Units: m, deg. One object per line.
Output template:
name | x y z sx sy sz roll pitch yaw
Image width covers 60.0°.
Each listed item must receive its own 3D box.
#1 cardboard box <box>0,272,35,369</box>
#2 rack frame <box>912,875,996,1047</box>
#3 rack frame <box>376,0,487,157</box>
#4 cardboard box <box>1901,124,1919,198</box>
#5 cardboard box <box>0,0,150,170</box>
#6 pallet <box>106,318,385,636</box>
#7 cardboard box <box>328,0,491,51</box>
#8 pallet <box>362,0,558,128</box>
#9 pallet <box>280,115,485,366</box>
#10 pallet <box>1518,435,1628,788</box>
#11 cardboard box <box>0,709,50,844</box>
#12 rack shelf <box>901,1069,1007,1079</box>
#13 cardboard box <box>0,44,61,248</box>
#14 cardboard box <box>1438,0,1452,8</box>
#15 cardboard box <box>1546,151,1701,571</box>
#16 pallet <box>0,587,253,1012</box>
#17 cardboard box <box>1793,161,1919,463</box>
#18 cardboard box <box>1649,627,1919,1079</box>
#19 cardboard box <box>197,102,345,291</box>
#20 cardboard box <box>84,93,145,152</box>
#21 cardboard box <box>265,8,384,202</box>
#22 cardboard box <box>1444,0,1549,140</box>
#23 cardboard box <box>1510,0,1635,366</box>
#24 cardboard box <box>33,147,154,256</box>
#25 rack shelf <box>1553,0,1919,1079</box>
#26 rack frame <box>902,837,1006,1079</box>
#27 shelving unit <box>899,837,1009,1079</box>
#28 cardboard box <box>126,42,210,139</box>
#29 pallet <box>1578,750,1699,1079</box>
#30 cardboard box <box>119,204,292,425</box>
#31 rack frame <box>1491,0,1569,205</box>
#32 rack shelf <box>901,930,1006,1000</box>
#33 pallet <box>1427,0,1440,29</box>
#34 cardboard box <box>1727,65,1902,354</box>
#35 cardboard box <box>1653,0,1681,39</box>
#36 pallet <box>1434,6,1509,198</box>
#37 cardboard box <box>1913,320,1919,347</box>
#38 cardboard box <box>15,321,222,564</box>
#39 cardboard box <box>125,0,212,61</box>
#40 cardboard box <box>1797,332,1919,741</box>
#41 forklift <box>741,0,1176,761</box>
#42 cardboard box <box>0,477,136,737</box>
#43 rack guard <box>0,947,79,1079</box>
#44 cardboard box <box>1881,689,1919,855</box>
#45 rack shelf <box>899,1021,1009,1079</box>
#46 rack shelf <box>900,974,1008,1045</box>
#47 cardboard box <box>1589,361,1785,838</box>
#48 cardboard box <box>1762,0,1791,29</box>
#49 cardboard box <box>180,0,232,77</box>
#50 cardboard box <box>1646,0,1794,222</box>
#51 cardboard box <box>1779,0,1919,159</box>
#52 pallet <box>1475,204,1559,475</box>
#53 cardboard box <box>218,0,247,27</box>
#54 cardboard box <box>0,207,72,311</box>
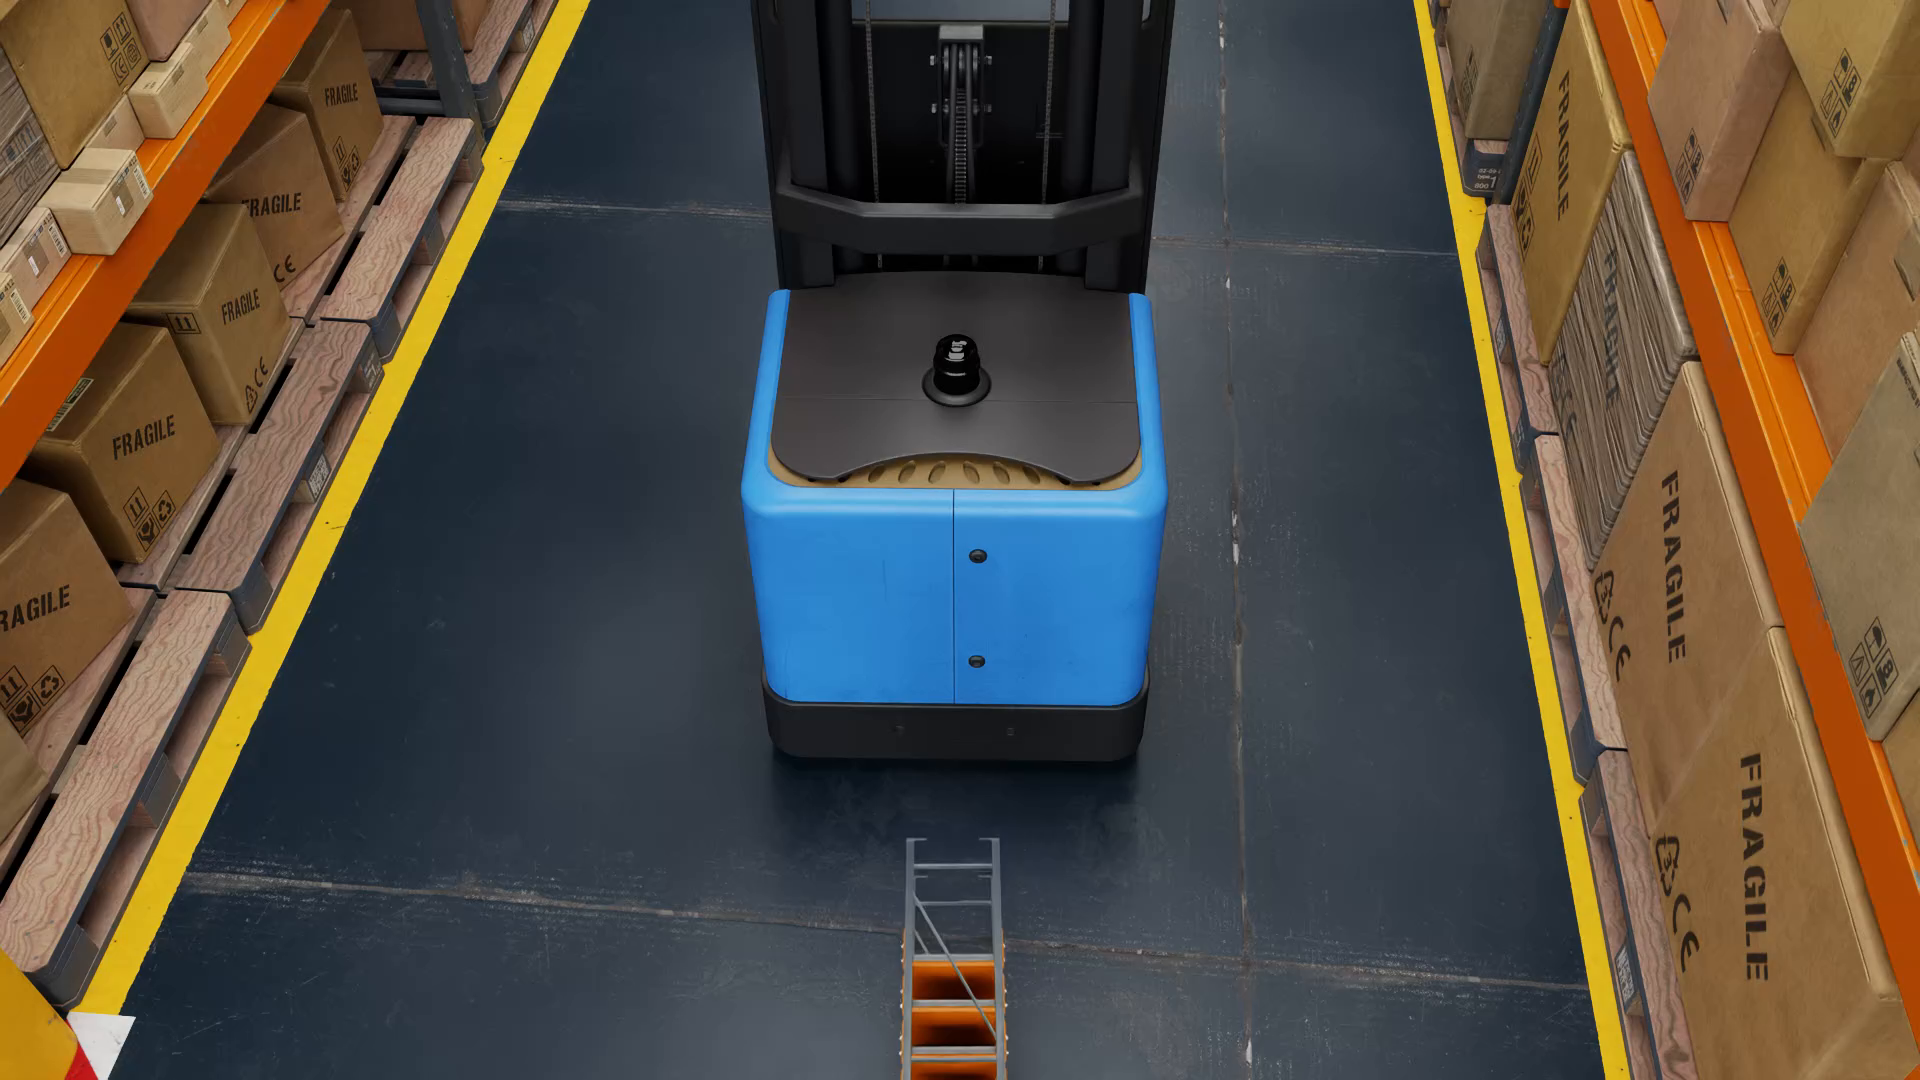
cardboard box | -2.400 -0.494 3.840 0.380 0.149 0.250 4 48 4
rack frame | -0.014 1.336 4.021 0.240 0.006 1.200 0 48 0
rack frame | -2.410 -2.592 5.588 1.000 3.000 0.127 4 48 4
cardboard box | 2.372 -0.742 3.063 0.875 0.550 0.550 4 48 4
cardboard box | -2.626 -1.295 4.133 0.875 0.500 0.500 4 48 4
pallet | -2.545 -0.256 5.341 1.003 0.211 1.213 4 48 4
cardboard box | -2.333 -2.346 6.759 0.700 0.500 0.500 1 48 1
pallet | -2.341 -2.223 7.140 1.003 0.211 1.213 4 48 4
pallet | -2.436 -1.155 6.163 1.003 0.211 1.213 4 48 4
pallet | 2.264 0.210 4.915 1.003 0.211 1.213 4 48 4
cardboard box | -2.701 0.592 4.085 0.500 0.500 0.500 12 49 11
rack shelf | -0.014 1.330 3.903 0.258 0.180 0.103 0 48 0
cardboard box | -2.683 -0.929 3.797 0.875 0.500 0.500 4 48 4
cardboard box | 2.578 -2.737 6.961 1.050 0.750 0.750 4 48 4
cardboard box | 2.314 -0.488 4.819 0.875 0.875 0.875 4 48 4
pallet | -2.659 0.638 4.523 1.003 0.211 1.213 4 48 4
cardboard box | 2.348 -0.380 3.463 0.875 0.550 0.550 4 48 4
cardboard box | 2.151 0.828 3.615 0.875 0.875 0.875 4 48 4
cardboard box | -2.531 -1.177 5.703 0.500 0.500 0.500 18 50 16
cardboard box | -2.388 -1.049 4.347 0.380 0.149 0.250 4 48 4
cardboard box | -2.487 -1.599 6.089 0.500 0.500 0.500 3 48 2
cardboard box | 2.487 -2.029 6.313 1.050 0.750 0.750 4 48 3
cardboard box | 2.393 -1.151 5.425 0.875 0.875 0.875 5 48 4
cardboard box | -2.278 -0.857 4.171 0.380 0.149 0.250 4 48 4
rack shelf | 2.337 -0.471 4.136 1.077 0.370 4.000 4 48 4
rack frame | -0.014 1.212 3.886 0.240 0.006 1.200 0 48 0
shelving unit | -0.014 1.274 3.954 0.258 0.189 1.200 0 48 0
cardboard box | -2.289 -1.228 4.510 0.380 0.149 0.250 4 48 4
pallet | 2.150 1.104 4.097 1.003 0.211 1.213 4 48 4
cardboard box | -2.510 -0.716 5.281 0.500 0.500 0.500 0 48 0
rack frame | 2.520 -2.184 5.215 1.000 3.000 0.127 4 48 4
rack shelf | -0.016 1.064 4.145 0.258 0.180 0.103 0 48 0
pallet | 2.624 -2.714 7.589 1.003 0.211 1.213 4 48 4
cardboard box | 2.355 -0.772 3.821 0.875 0.550 0.500 4 48 4
cardboard box | 2.470 -1.557 4.540 0.875 0.550 0.550 4 48 4
pallet | 2.515 -1.815 6.767 1.003 0.211 1.213 4 48 4
cardboard box | 2.186 -0.340 2.695 0.875 0.550 0.550 4 48 4
cardboard box | -2.605 -0.309 4.909 0.500 0.500 0.500 8 48 7
cardboard box | -2.539 -1.660 4.466 0.875 0.500 0.500 4 48 4
cardboard box | 2.172 0.024 3.094 0.875 0.550 0.550 4 48 4
forklift | 0.011 -1.451 4.591 1.130 2.935 3.031 1 48 1
cardboard box | -2.681 0.150 4.489 0.500 0.500 0.500 15 49 14
rack guard | -2.768 1.135 3.873 1.175 0.500 0.348 4 48 4
cardboard box | 2.144 0.429 2.723 0.875 0.550 0.550 4 48 4
rack shelf | -0.015 1.241 3.983 0.258 0.180 0.103 0 48 0
rack shelf | -0.015 1.153 4.064 0.258 0.180 0.103 0 48 0
cardboard box | 2.229 0.181 4.207 0.875 0.875 0.875 3 48 3
cardboard box | 2.331 -1.531 3.784 0.875 0.550 0.550 4 48 4
cardboard box | -2.301 -1.414 4.681 0.380 0.149 0.250 4 48 4
cardboard box | 2.304 -1.168 4.184 0.875 0.550 0.550 4 48 4
cardboard box | 2.291 -1.141 3.427 0.875 0.550 0.500 4 48 4
pallet | 2.373 -0.689 5.737 1.003 0.211 1.213 4 48 4
cardboard box | -2.318 -1.600 4.851 0.380 0.149 0.250 4 48 4
cardboard box | -2.404 -0.680 4.009 0.380 0.149 0.250 4 48 4
